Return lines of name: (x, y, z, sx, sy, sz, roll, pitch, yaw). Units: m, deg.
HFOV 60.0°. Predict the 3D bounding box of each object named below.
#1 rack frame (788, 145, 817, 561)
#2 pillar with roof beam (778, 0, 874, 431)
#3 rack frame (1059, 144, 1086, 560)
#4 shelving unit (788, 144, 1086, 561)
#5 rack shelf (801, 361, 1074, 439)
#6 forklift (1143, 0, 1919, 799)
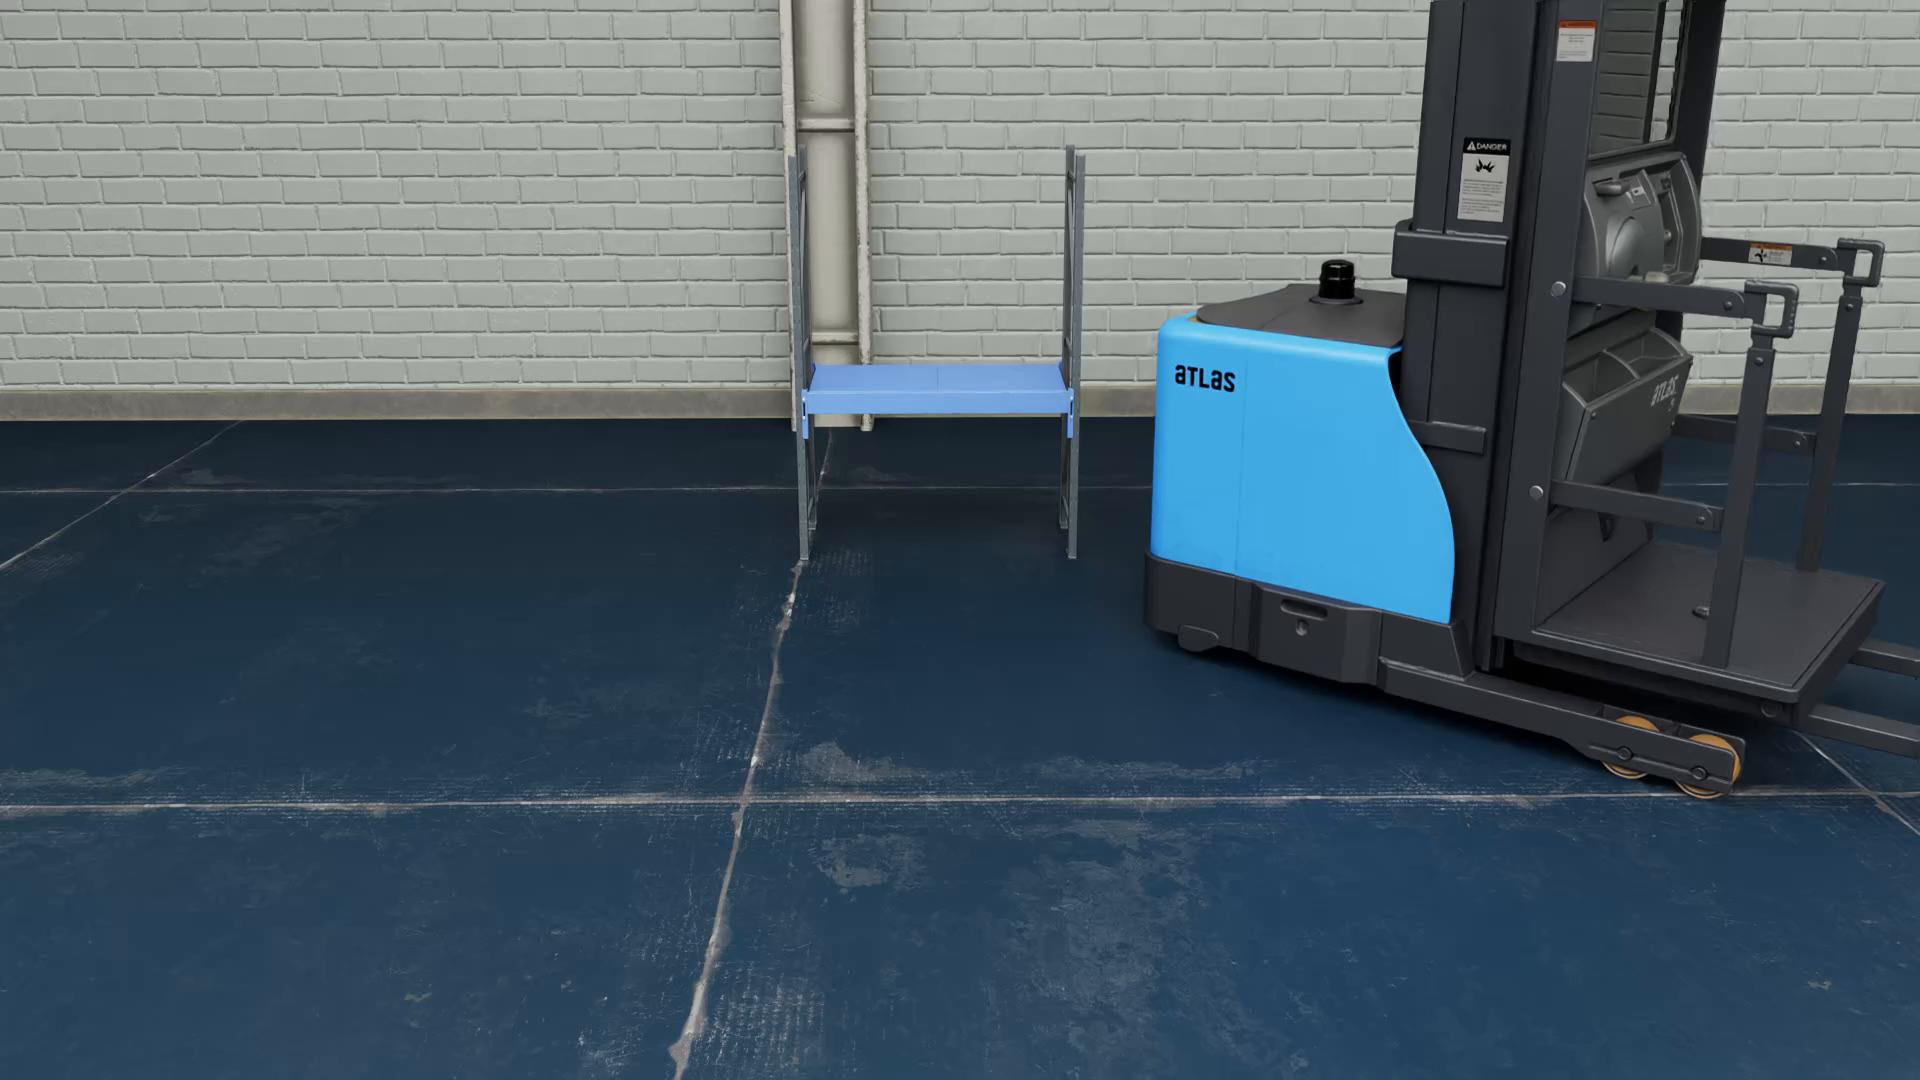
rack frame: (-0.594, -0.711, 6.310, 0.032, 1.500, 0.500, 0, 18, -1)
pillar with roof beam: (-0.568, -3.557, 2.904, 0.400, 9.000, 9.100, 0, 18, -1)
rack frame: (0.423, -0.716, 6.325, 0.032, 1.500, 0.500, 0, 18, -1)
shelving unit: (-0.085, -0.714, 6.317, 1.048, 1.500, 0.538, 0, 18, -1)
rack shelf: (-0.085, -0.542, 6.372, 1.000, 0.185, 0.538, 0, 18, -1)
forklift: (2.071, -0.892, 4.530, 3.031, 2.935, 1.130, 14, 22, 36)
